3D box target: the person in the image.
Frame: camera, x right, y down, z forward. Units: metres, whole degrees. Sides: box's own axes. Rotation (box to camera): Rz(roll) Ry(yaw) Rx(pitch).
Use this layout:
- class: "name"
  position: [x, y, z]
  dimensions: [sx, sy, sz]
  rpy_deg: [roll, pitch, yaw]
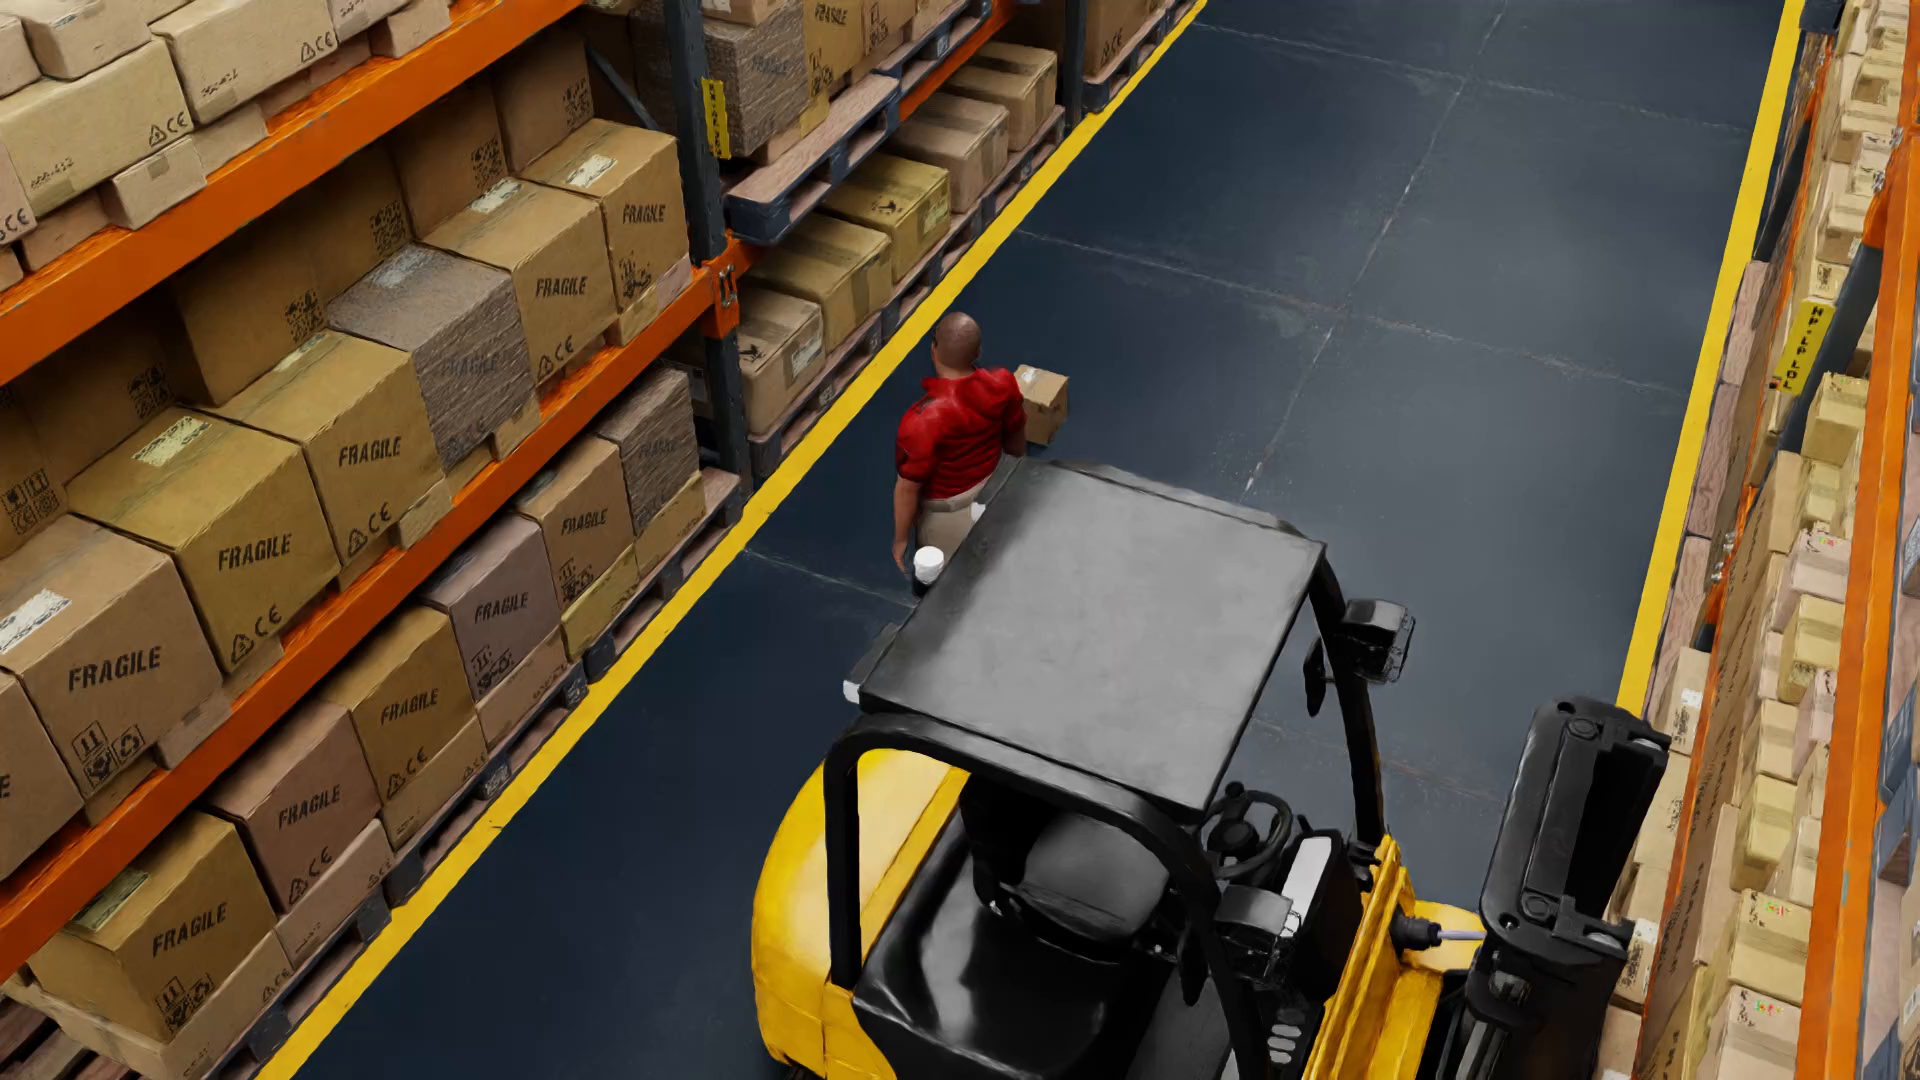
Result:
- class: "person"
  position: [-0.028, -0.148, 6.305]
  dimensions: [0.594, 1.723, 0.659]
  rpy_deg: [31, 50, 30]
